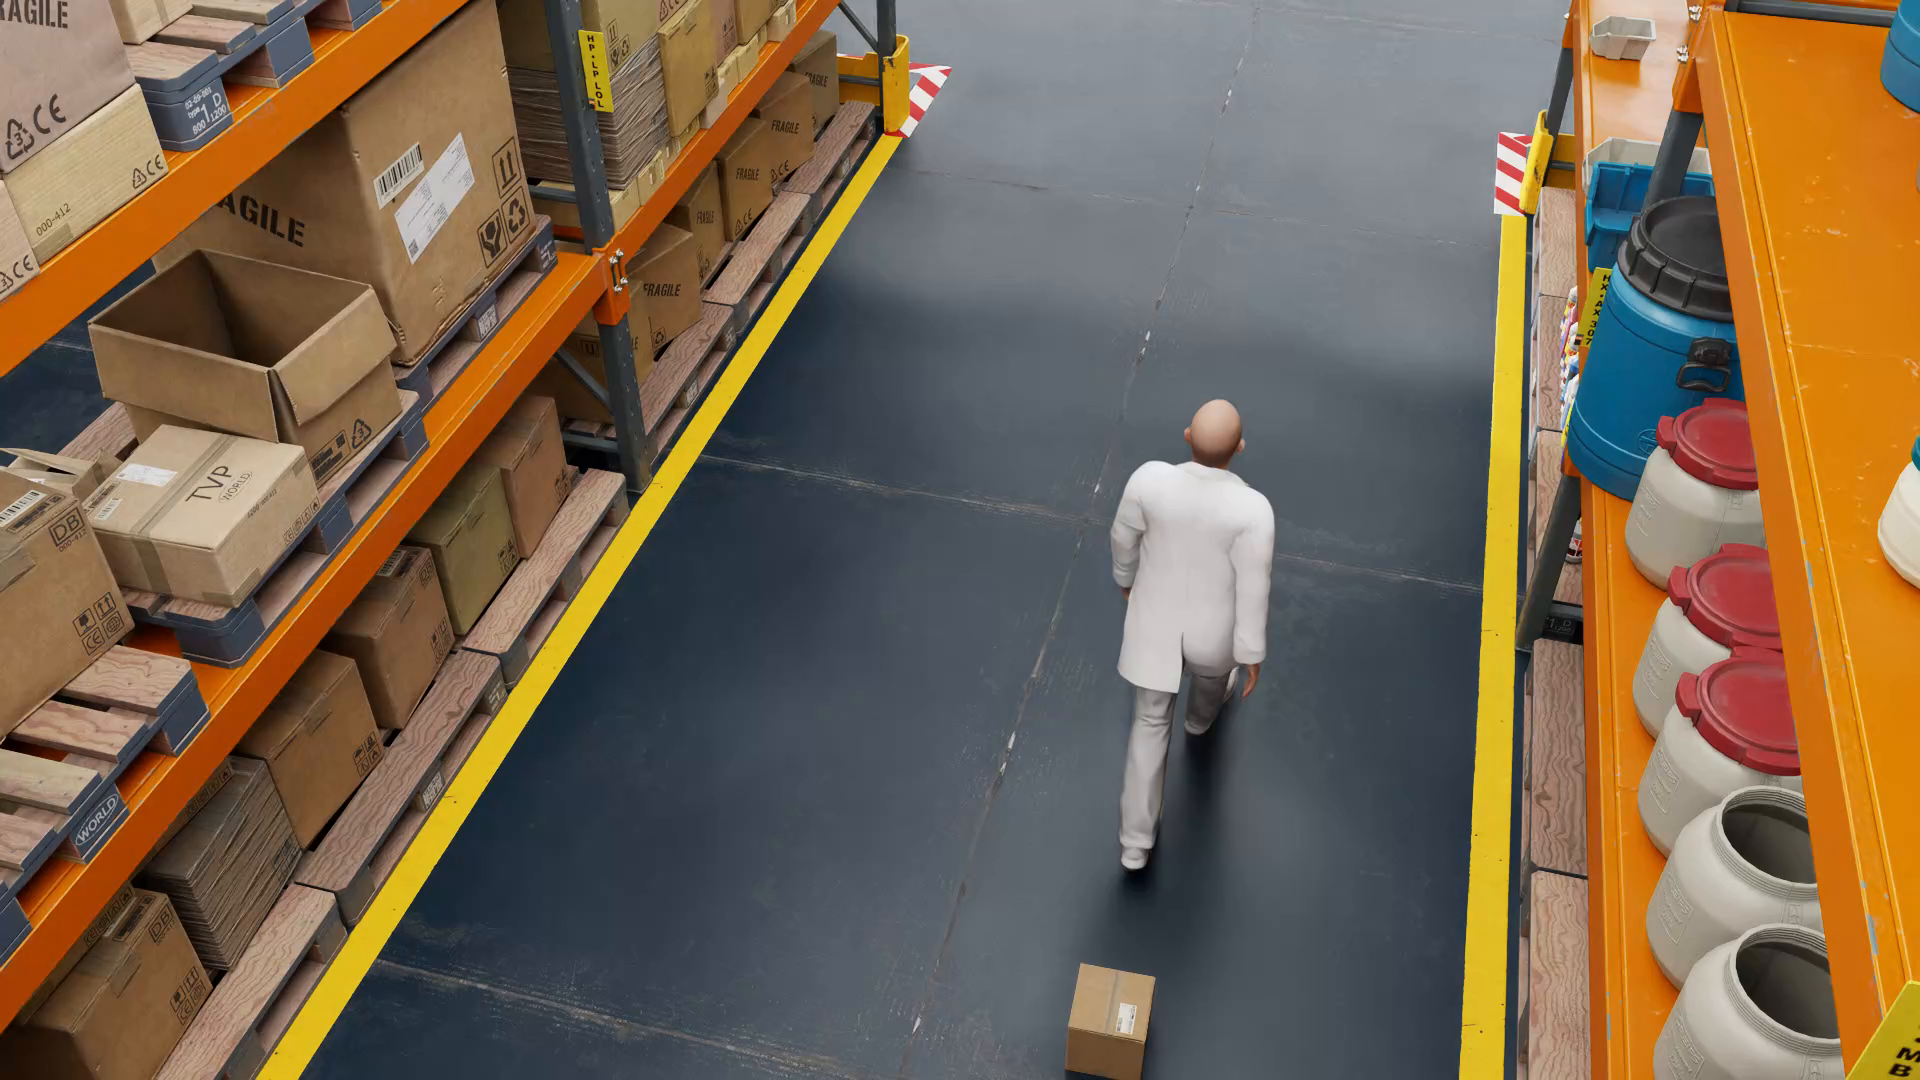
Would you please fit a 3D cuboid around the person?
[{"bbox_3d":[0.806,0.247,5.892,0.608,1.721,1.152,11,42,13],"label":"person"}]
